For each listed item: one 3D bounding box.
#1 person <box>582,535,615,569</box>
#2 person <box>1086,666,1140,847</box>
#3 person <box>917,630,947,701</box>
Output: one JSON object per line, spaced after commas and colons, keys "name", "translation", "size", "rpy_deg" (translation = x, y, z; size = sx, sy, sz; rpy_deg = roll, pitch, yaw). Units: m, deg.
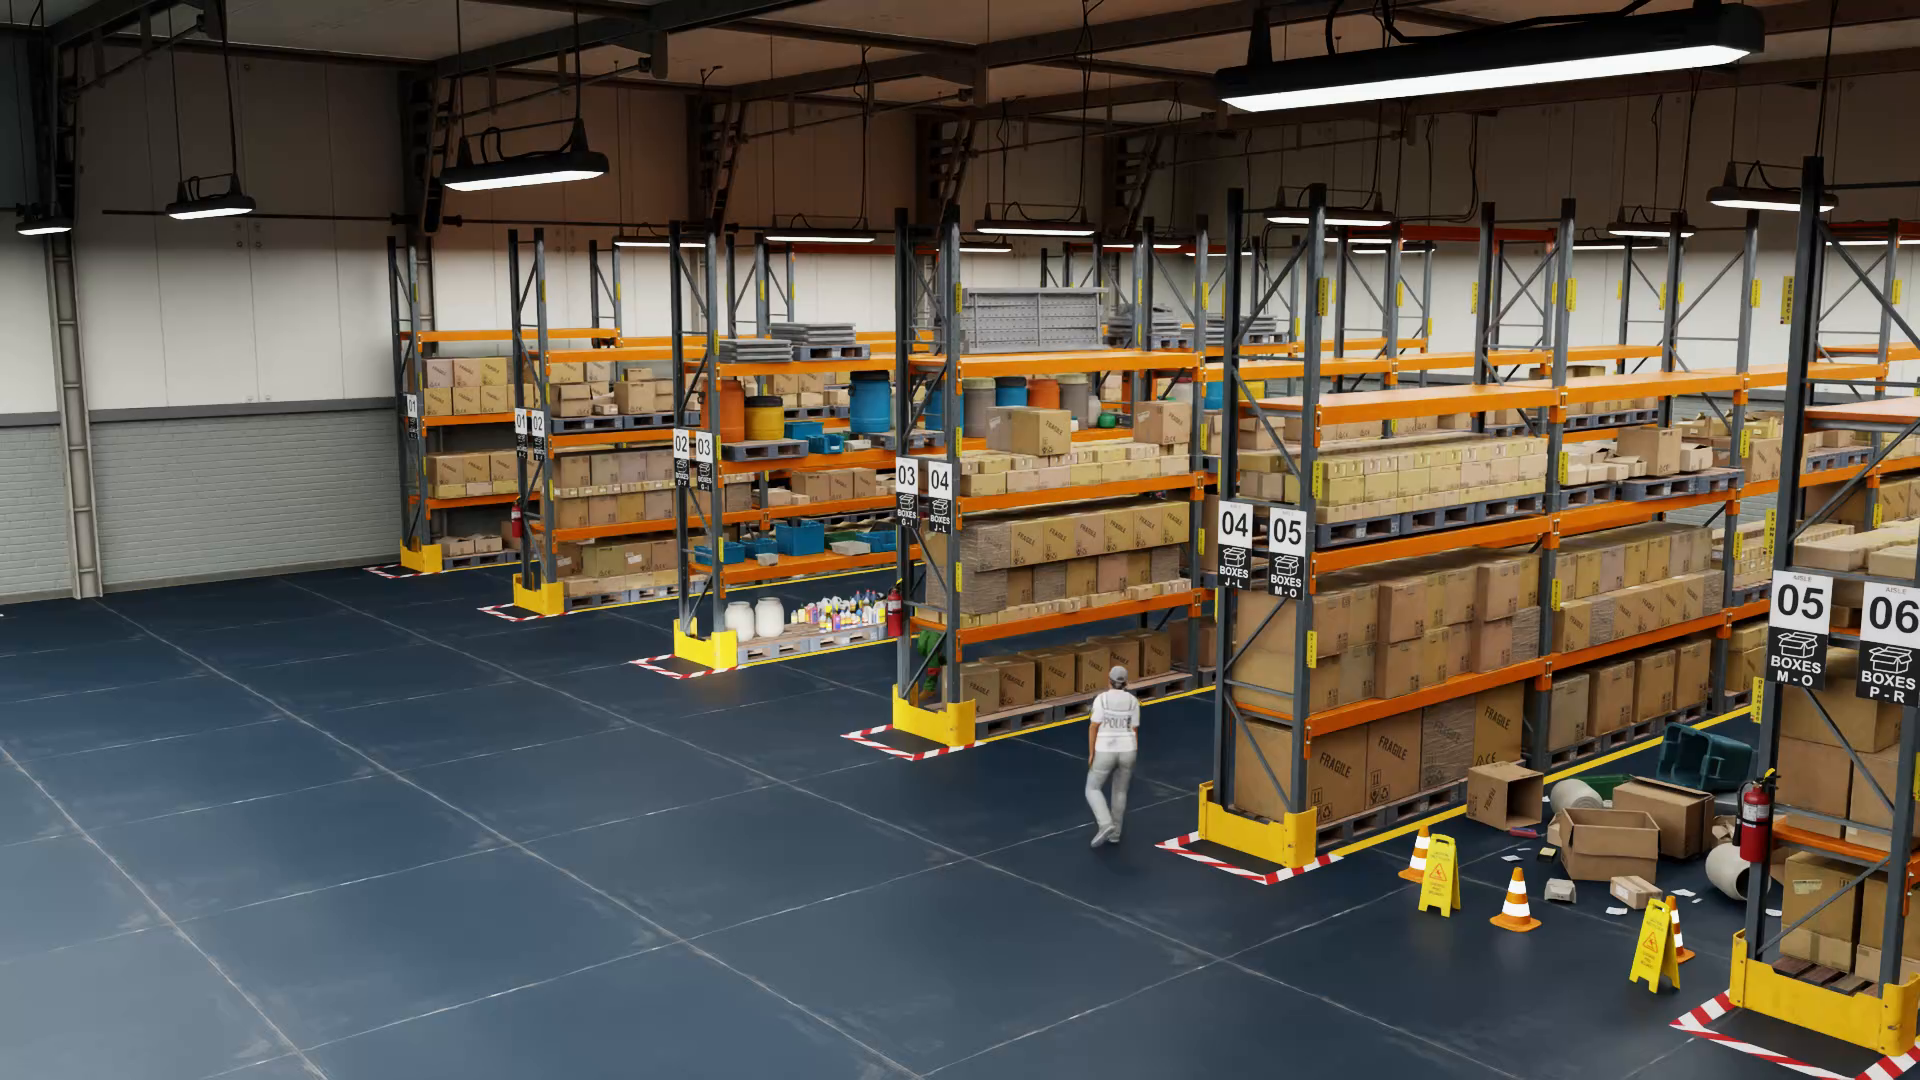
{"name": "person", "translation": [-6.455, -0.262, 30.054], "size": [0.513, 1.609, 1.106], "rpy_deg": [4, 10, 24]}
{"name": "person", "translation": [1.422, 2.004, 15.381], "size": [0.530, 1.641, 0.635], "rpy_deg": [-2, 9, -11]}
{"name": "person", "translation": [-0.370, 1.073, 20.977], "size": [0.654, 1.789, 0.601], "rpy_deg": [-4, 10, -23]}
